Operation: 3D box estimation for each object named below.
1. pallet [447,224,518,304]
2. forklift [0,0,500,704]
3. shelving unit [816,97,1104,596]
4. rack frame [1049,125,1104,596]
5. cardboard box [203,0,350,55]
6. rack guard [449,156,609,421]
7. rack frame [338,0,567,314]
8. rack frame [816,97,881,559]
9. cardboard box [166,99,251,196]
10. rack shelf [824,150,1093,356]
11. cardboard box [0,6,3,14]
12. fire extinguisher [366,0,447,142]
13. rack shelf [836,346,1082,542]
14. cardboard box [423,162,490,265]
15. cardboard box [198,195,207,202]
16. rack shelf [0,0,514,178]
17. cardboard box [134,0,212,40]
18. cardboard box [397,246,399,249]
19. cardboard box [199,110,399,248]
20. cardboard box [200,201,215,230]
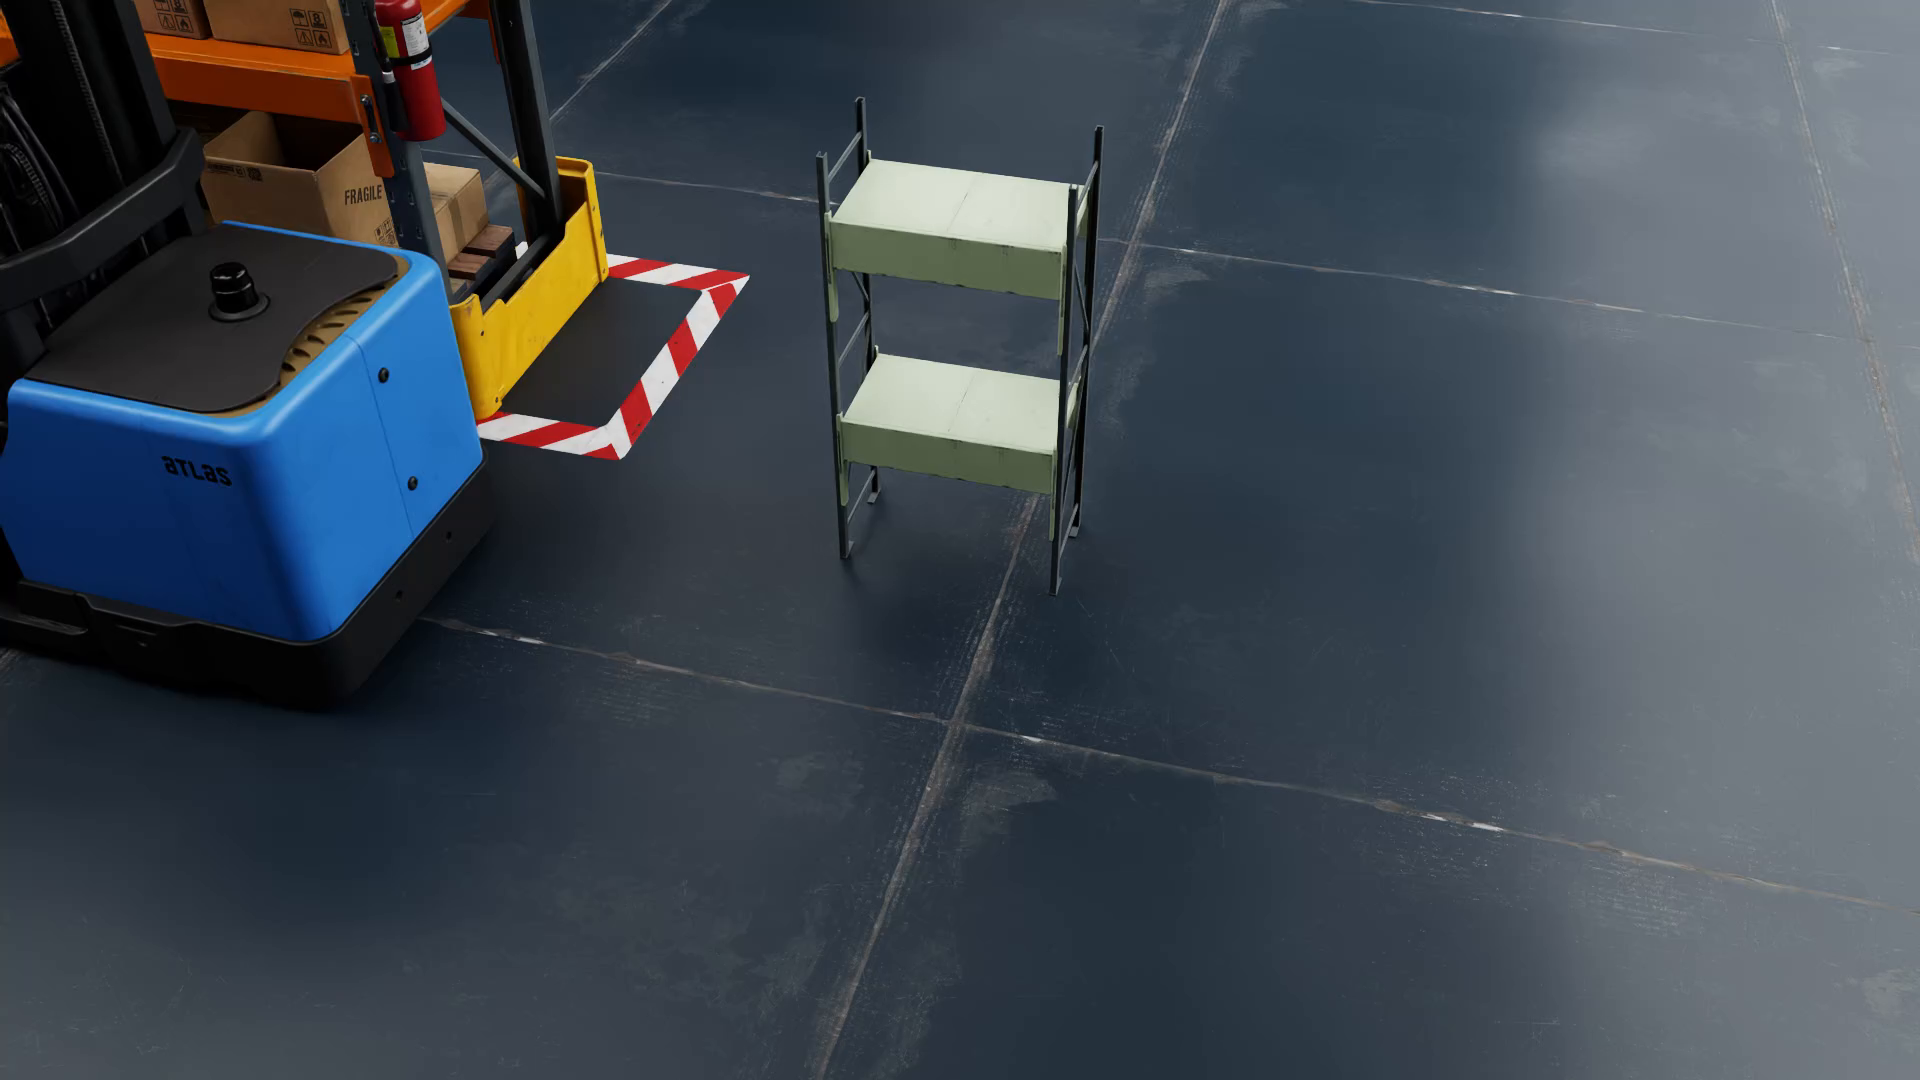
[{"bbox_3d":[-2.576,-1.019,6.799,1.213,0.211,1.003,10,41,11],"label":"pallet"},{"bbox_3d":[-3.165,-1.163,4.855,3.031,2.935,1.130,11,41,13],"label":"forklift"},{"bbox_3d":[0.006,-0.573,5.266,0.755,1.500,0.431,10,41,11],"label":"shelving unit"},{"bbox_3d":[0.360,-0.512,5.194,0.023,1.500,0.400,10,41,11],"label":"rack frame"},{"bbox_3d":[-2.274,-2.110,5.852,0.500,0.500,0.700,10,41,11],"label":"cardboard box"},{"bbox_3d":[-1.803,-1.025,6.582,0.348,0.500,1.175,10,41,11],"label":"rack guard"},{"bbox_3d":[-1.826,-1.986,5.782,0.127,3.000,1.000,10,41,11],"label":"rack frame"},{"bbox_3d":[-0.347,-0.634,5.339,0.023,1.500,0.400,10,41,11],"label":"rack frame"},{"bbox_3d":[-2.770,-1.690,6.659,0.500,0.500,0.500,10,41,11],"label":"cardboard box"},{"bbox_3d":[0.006,-0.872,5.015,0.720,0.370,0.431,10,41,11],"label":"rack shelf"},{"bbox_3d":[-3.260,-2.280,6.055,0.500,0.500,0.700,10,41,12],"label":"cardboard box"},{"bbox_3d":[-1.832,-1.648,5.440,0.183,0.674,0.296,10,41,11],"label":"fire extinguisher"},{"bbox_3d":[0.006,-0.324,5.476,0.720,0.370,0.431,10,41,11],"label":"rack shelf"},{"bbox_3d":[-2.287,-1.321,6.802,0.500,0.250,0.500,10,41,11],"label":"cardboard box"},{"bbox_3d":[-2.771,-1.402,6.899,0.500,0.250,0.500,10,41,11],"label":"cardboard box"},{"bbox_3d":[-3.758,-2.043,6.410,4.000,0.370,1.077,10,41,11],"label":"rack shelf"},{"bbox_3d":[-2.782,-2.194,5.952,0.500,0.500,0.700,11,41,13],"label":"cardboard box"},{"bbox_3d":[-2.420,-0.999,6.419,0.500,0.250,0.500,10,41,11],"label":"cardboard box"},{"bbox_3d":[-2.421,-1.285,6.176,0.500,0.500,0.500,10,41,11],"label":"cardboard box"},{"bbox_3d":[-2.907,-1.075,6.509,0.500,0.250,0.500,10,41,11],"label":"cardboard box"}]
